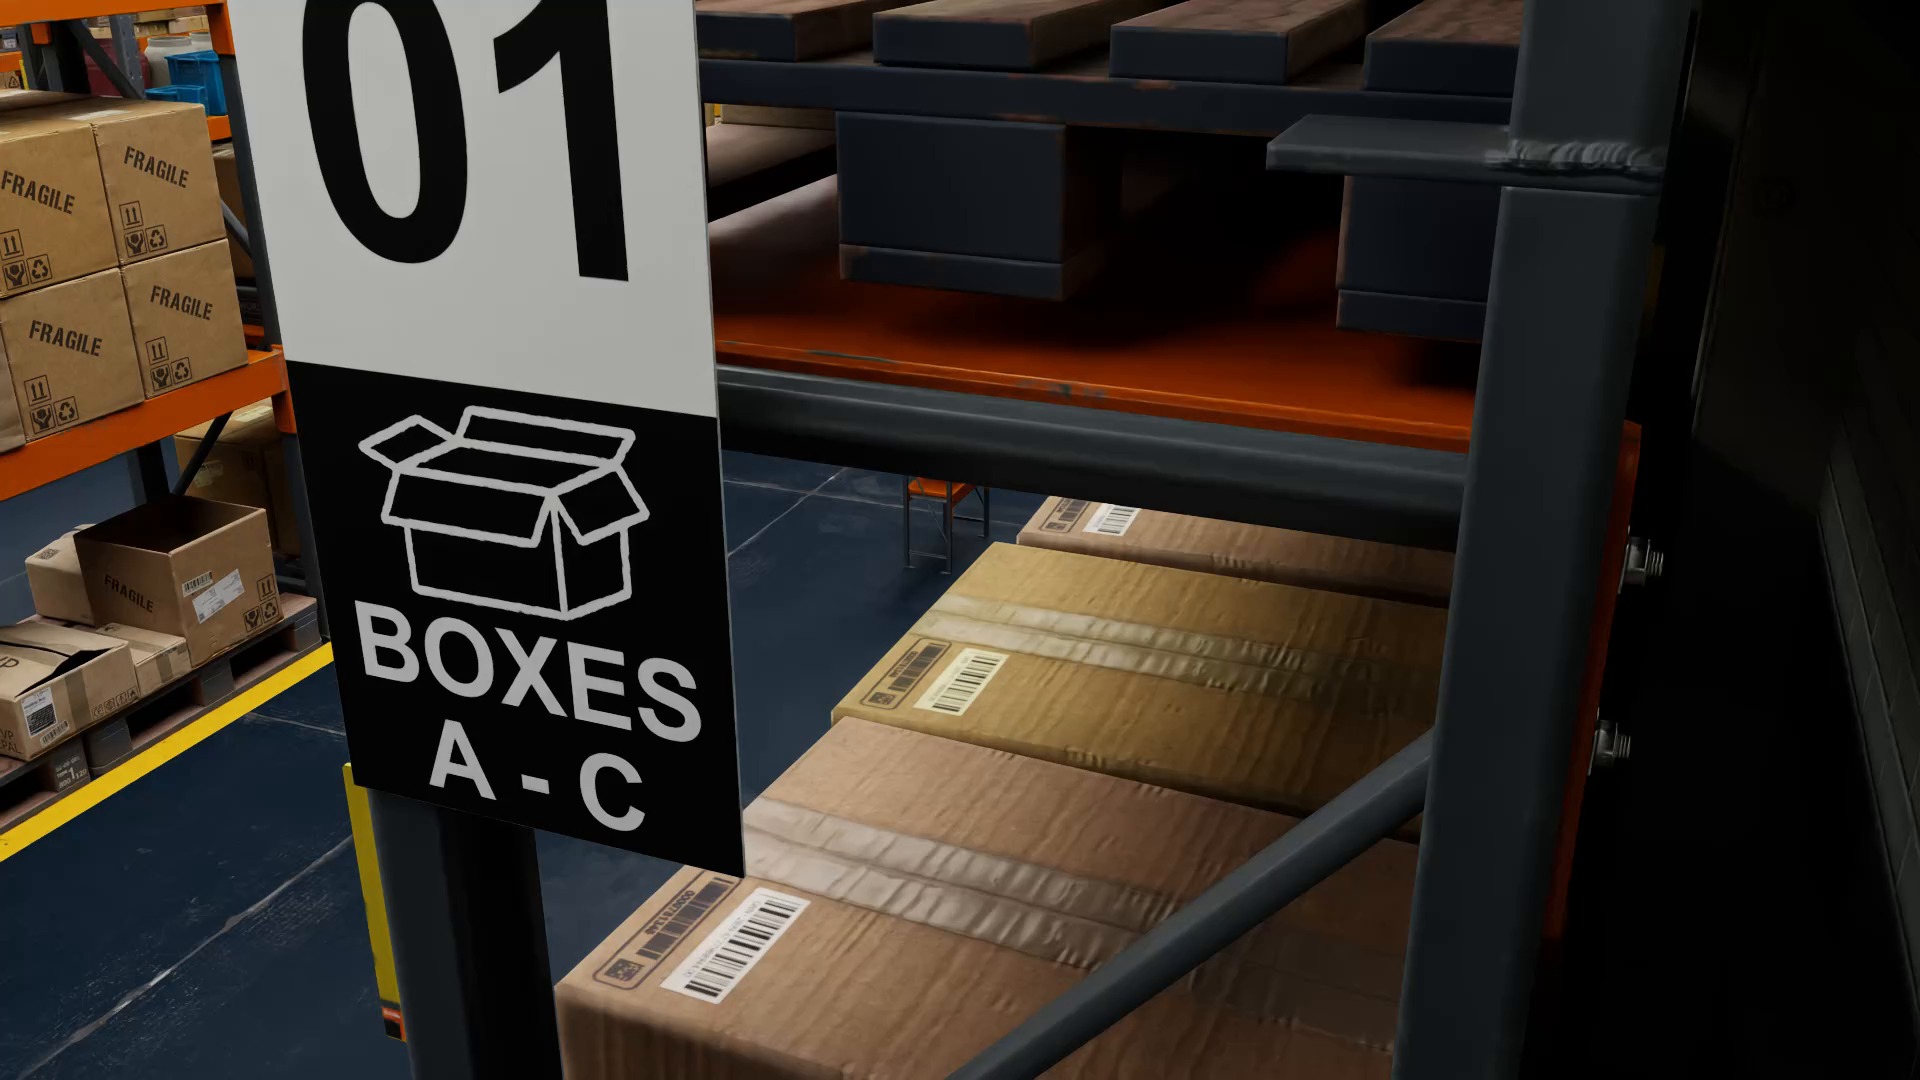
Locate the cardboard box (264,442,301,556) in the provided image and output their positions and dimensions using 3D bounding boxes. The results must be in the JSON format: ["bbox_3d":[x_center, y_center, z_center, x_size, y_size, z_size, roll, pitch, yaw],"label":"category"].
[{"bbox_3d":[-2.761,-0.228,7.575,0.500,0.500,0.500,8,24,18],"label":"cardboard box"}]

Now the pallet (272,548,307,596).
[{"bbox_3d":[-2.900,-0.050,8.095,1.003,0.211,1.213,9,24,20],"label":"pallet"}]

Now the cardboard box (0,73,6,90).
[{"bbox_3d":[-12.989,-6.146,21.284,0.875,0.875,0.875,8,24,19],"label":"cardboard box"}]

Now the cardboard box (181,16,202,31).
[{"bbox_3d":[-8.591,-5.691,18.309,0.380,0.149,0.250,9,24,20],"label":"cardboard box"}]

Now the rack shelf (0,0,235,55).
[{"bbox_3d":[-3.910,-1.376,4.695,1.077,0.370,4.000,9,24,20],"label":"rack shelf"}]

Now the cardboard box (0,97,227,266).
[{"bbox_3d":[-3.114,-1.329,6.114,0.500,0.500,0.500,9,24,20],"label":"cardboard box"}]

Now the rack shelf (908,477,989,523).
[{"bbox_3d":[-0.061,-0.249,7.979,0.258,0.148,0.480,9,24,20],"label":"rack shelf"}]

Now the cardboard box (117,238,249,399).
[{"bbox_3d":[-3.114,-0.870,6.312,0.500,0.500,0.500,9,24,21],"label":"cardboard box"}]

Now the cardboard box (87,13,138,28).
[{"bbox_3d":[-9.167,-5.658,17.388,0.875,0.500,0.500,9,24,20],"label":"cardboard box"}]

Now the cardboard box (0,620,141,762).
[{"bbox_3d":[-3.394,0.511,6.053,0.500,0.311,0.500,9,24,20],"label":"cardboard box"}]

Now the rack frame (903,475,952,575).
[{"bbox_3d":[-0.152,-0.407,7.668,0.240,1.200,0.015,9,24,20],"label":"rack frame"}]

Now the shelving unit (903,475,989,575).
[{"bbox_3d":[-0.062,-0.494,7.877,0.258,1.200,0.503,9,24,20],"label":"shelving unit"}]

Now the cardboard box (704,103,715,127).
[{"bbox_3d":[-1.810,-2.470,9.596,0.700,0.500,0.500,1,23,2],"label":"cardboard box"}]

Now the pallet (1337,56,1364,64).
[{"bbox_3d":[0.666,-0.949,2.853,1.003,0.211,1.213,9,24,20],"label":"pallet"}]

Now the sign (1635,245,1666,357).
[{"bbox_3d":[1.950,-0.689,4.782,0.100,0.325,0.005,9,24,20],"label":"sign"}]

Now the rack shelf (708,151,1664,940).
[{"bbox_3d":[0.691,-0.668,3.000,1.077,0.370,4.000,9,24,20],"label":"rack shelf"}]

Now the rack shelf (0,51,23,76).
[{"bbox_3d":[-10.134,-4.275,15.525,1.077,0.370,4.000,9,24,20],"label":"rack shelf"}]

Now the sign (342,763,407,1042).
[{"bbox_3d":[-0.551,0.373,1.655,0.100,0.325,0.005,9,24,20],"label":"sign"}]

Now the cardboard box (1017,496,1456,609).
[{"bbox_3d":[0.680,0.244,3.386,0.980,0.700,0.700,8,24,17],"label":"cardboard box"}]

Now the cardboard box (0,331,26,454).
[{"bbox_3d":[-3.493,-0.501,5.429,0.500,0.500,0.500,9,24,21],"label":"cardboard box"}]

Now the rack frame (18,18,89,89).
[{"bbox_3d":[-9.391,-5.322,17.100,1.000,3.000,0.127,9,24,20],"label":"rack frame"}]

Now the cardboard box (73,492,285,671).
[{"bbox_3d":[-3.115,0.155,6.659,0.500,0.500,0.500,9,24,20],"label":"cardboard box"}]

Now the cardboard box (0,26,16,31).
[{"bbox_3d":[-9.816,-5.529,16.271,1.000,1.000,1.000,9,24,20],"label":"cardboard box"}]

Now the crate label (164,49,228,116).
[{"bbox_3d":[-5.658,-3.515,12.727,0.502,0.435,0.616,9,24,20],"label":"crate label"}]

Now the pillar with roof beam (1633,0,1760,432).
[{"bbox_3d":[0.209,-5.489,9.716,9.100,9.000,0.400,9,24,20],"label":"pillar with roof beam"}]

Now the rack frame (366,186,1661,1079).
[{"bbox_3d":[-0.052,1.099,1.726,1.000,3.000,0.127,9,24,20],"label":"rack frame"}]

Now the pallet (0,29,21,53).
[{"bbox_3d":[-9.810,-4.981,16.532,1.003,0.211,1.213,9,24,20],"label":"pallet"}]

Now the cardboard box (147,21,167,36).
[{"bbox_3d":[-8.776,-5.512,17.880,0.380,0.149,0.250,9,24,20],"label":"cardboard box"}]

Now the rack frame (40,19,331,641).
[{"bbox_3d":[-3.167,-1.040,6.848,1.000,3.000,0.127,9,24,20],"label":"rack frame"}]

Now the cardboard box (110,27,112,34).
[{"bbox_3d":[-8.927,-5.328,17.439,0.380,0.149,0.250,9,24,20],"label":"cardboard box"}]

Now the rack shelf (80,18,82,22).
[{"bbox_3d":[-2.424,-2.808,8.121,1.077,0.370,4.000,9,24,20],"label":"rack shelf"}]

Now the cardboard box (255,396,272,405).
[{"bbox_3d":[-3.058,-0.483,8.186,0.500,0.500,0.500,9,24,20],"label":"cardboard box"}]

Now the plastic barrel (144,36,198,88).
[{"bbox_3d":[-6.095,-3.632,12.908,0.421,0.512,0.421,0,23,0],"label":"plastic barrel"}]

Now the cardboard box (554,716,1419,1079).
[{"bbox_3d":[0.128,0.777,2.109,0.980,0.700,0.700,10,25,22],"label":"cardboard box"}]

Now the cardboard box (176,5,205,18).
[{"bbox_3d":[-8.856,-6.025,18.267,0.875,0.500,0.500,9,24,20],"label":"cardboard box"}]

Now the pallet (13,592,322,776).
[{"bbox_3d":[-3.423,0.493,6.797,1.003,0.211,1.213,9,24,20],"label":"pallet"}]
